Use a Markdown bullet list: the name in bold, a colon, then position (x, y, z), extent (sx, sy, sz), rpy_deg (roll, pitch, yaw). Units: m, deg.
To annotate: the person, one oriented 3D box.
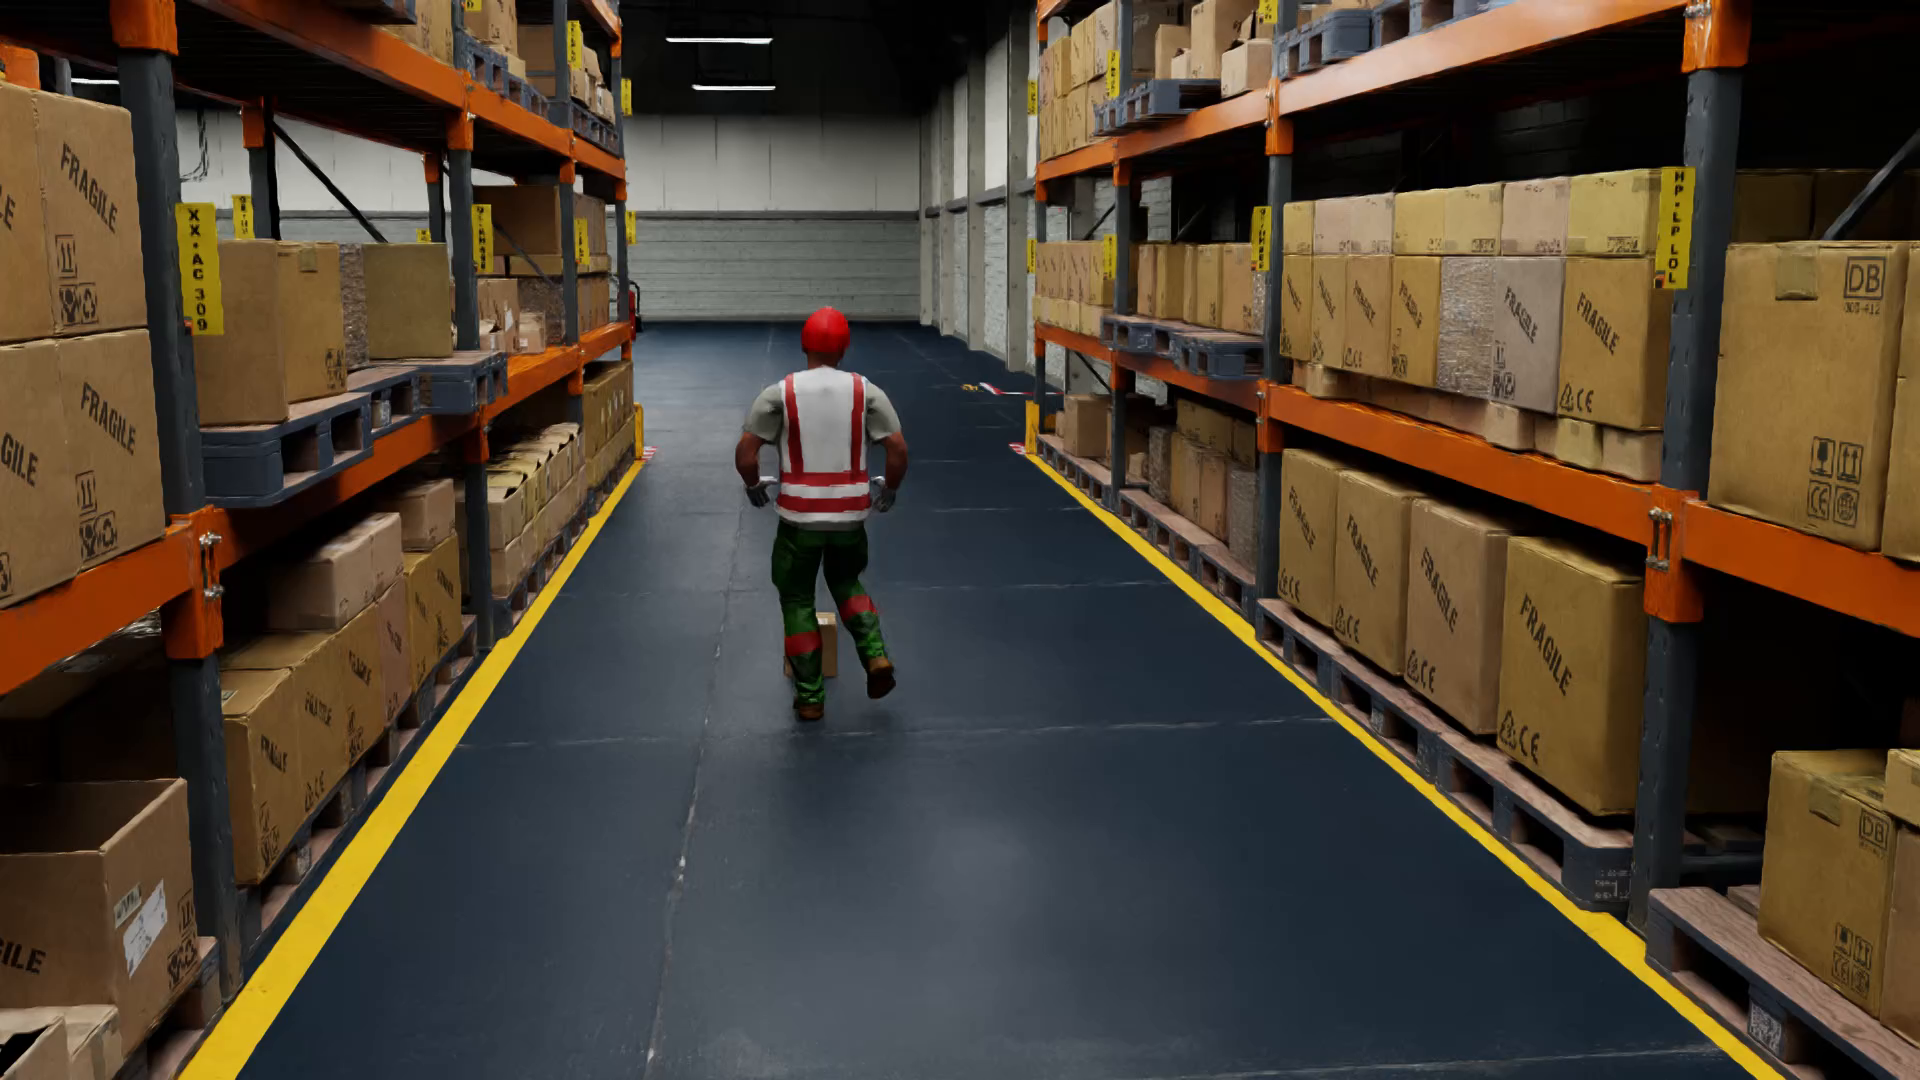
- **person**: position (-0.612, -0.114, 7.092), extent (0.716, 1.753, 0.499), rpy_deg (-3, 10, -19)
